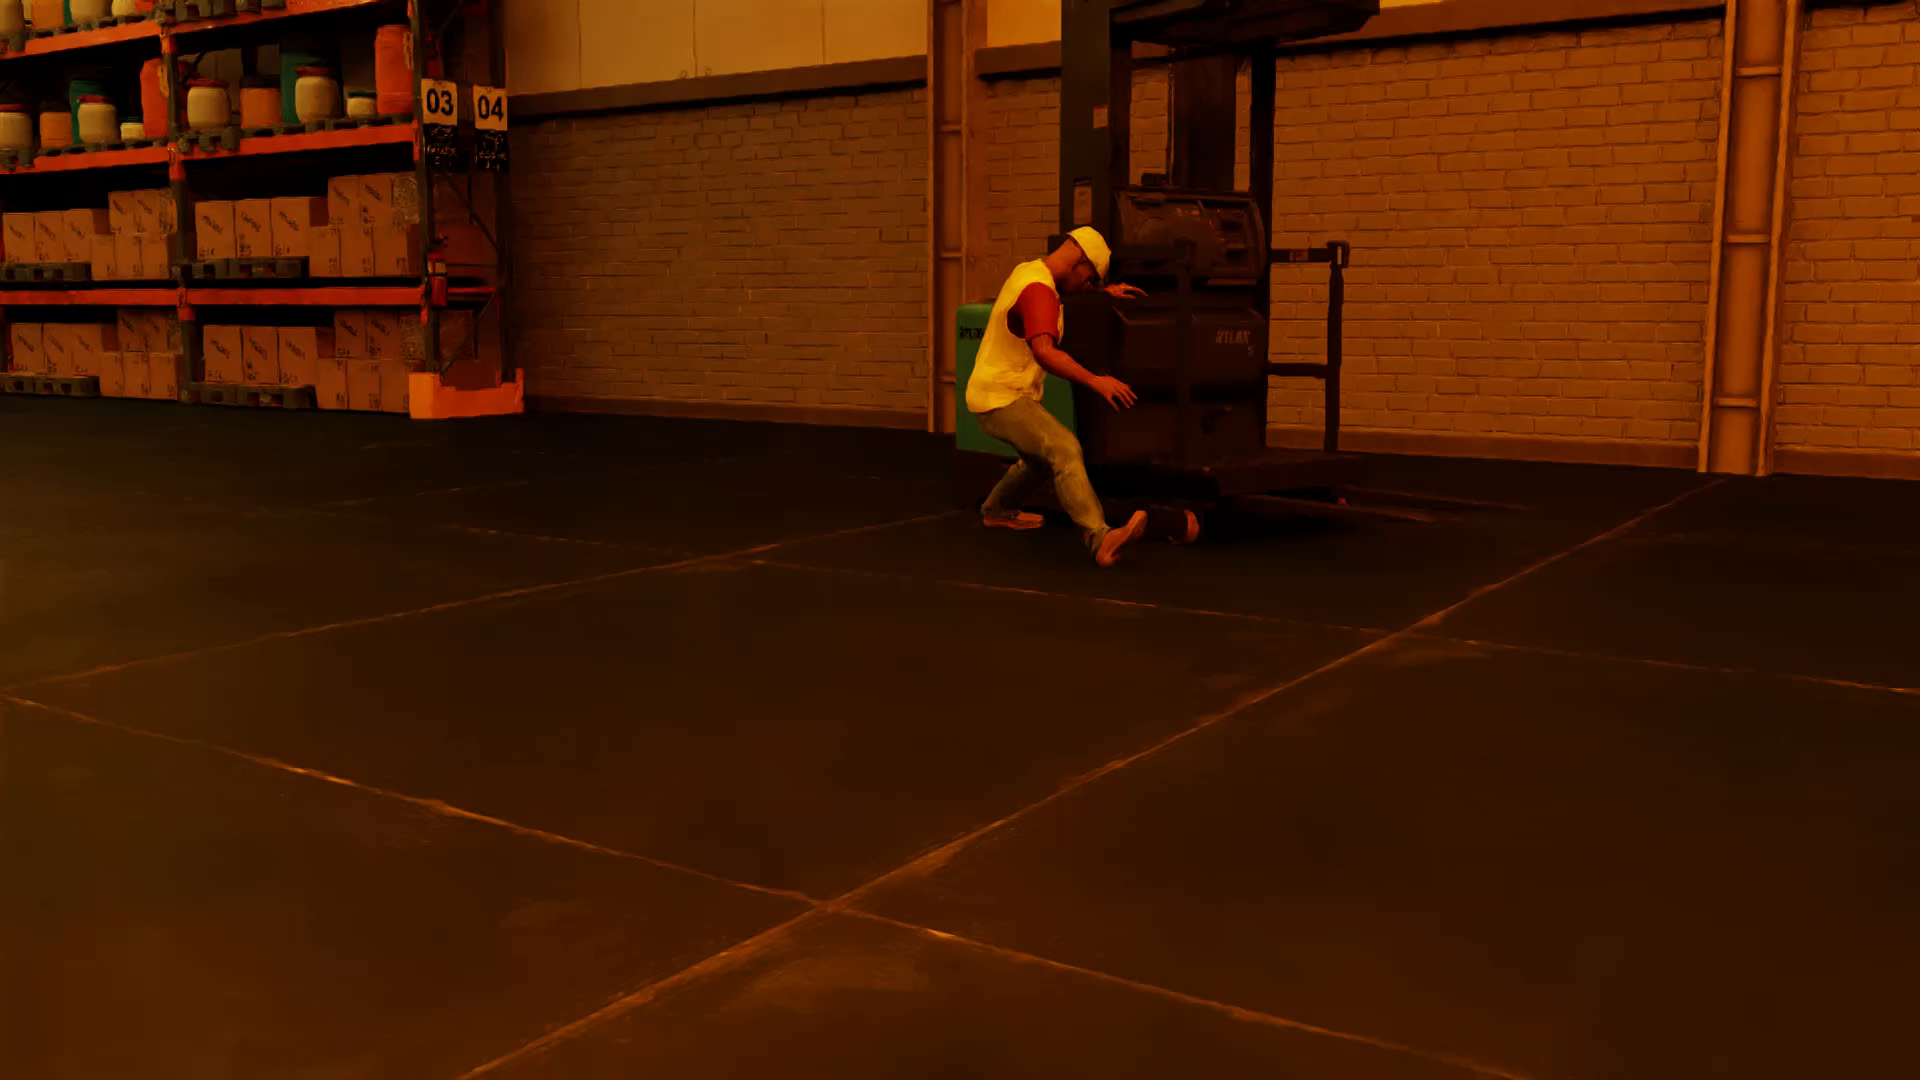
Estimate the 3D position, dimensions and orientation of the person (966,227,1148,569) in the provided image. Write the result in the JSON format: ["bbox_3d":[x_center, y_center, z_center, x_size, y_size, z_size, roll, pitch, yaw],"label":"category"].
[{"bbox_3d":[0.437,-0.654,7.282,0.920,1.405,1.298,2,8,13],"label":"person"}]

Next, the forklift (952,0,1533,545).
[{"bbox_3d":[1.230,-1.505,7.776,1.130,2.935,3.031,-6,10,-36],"label":"forklift"}]
